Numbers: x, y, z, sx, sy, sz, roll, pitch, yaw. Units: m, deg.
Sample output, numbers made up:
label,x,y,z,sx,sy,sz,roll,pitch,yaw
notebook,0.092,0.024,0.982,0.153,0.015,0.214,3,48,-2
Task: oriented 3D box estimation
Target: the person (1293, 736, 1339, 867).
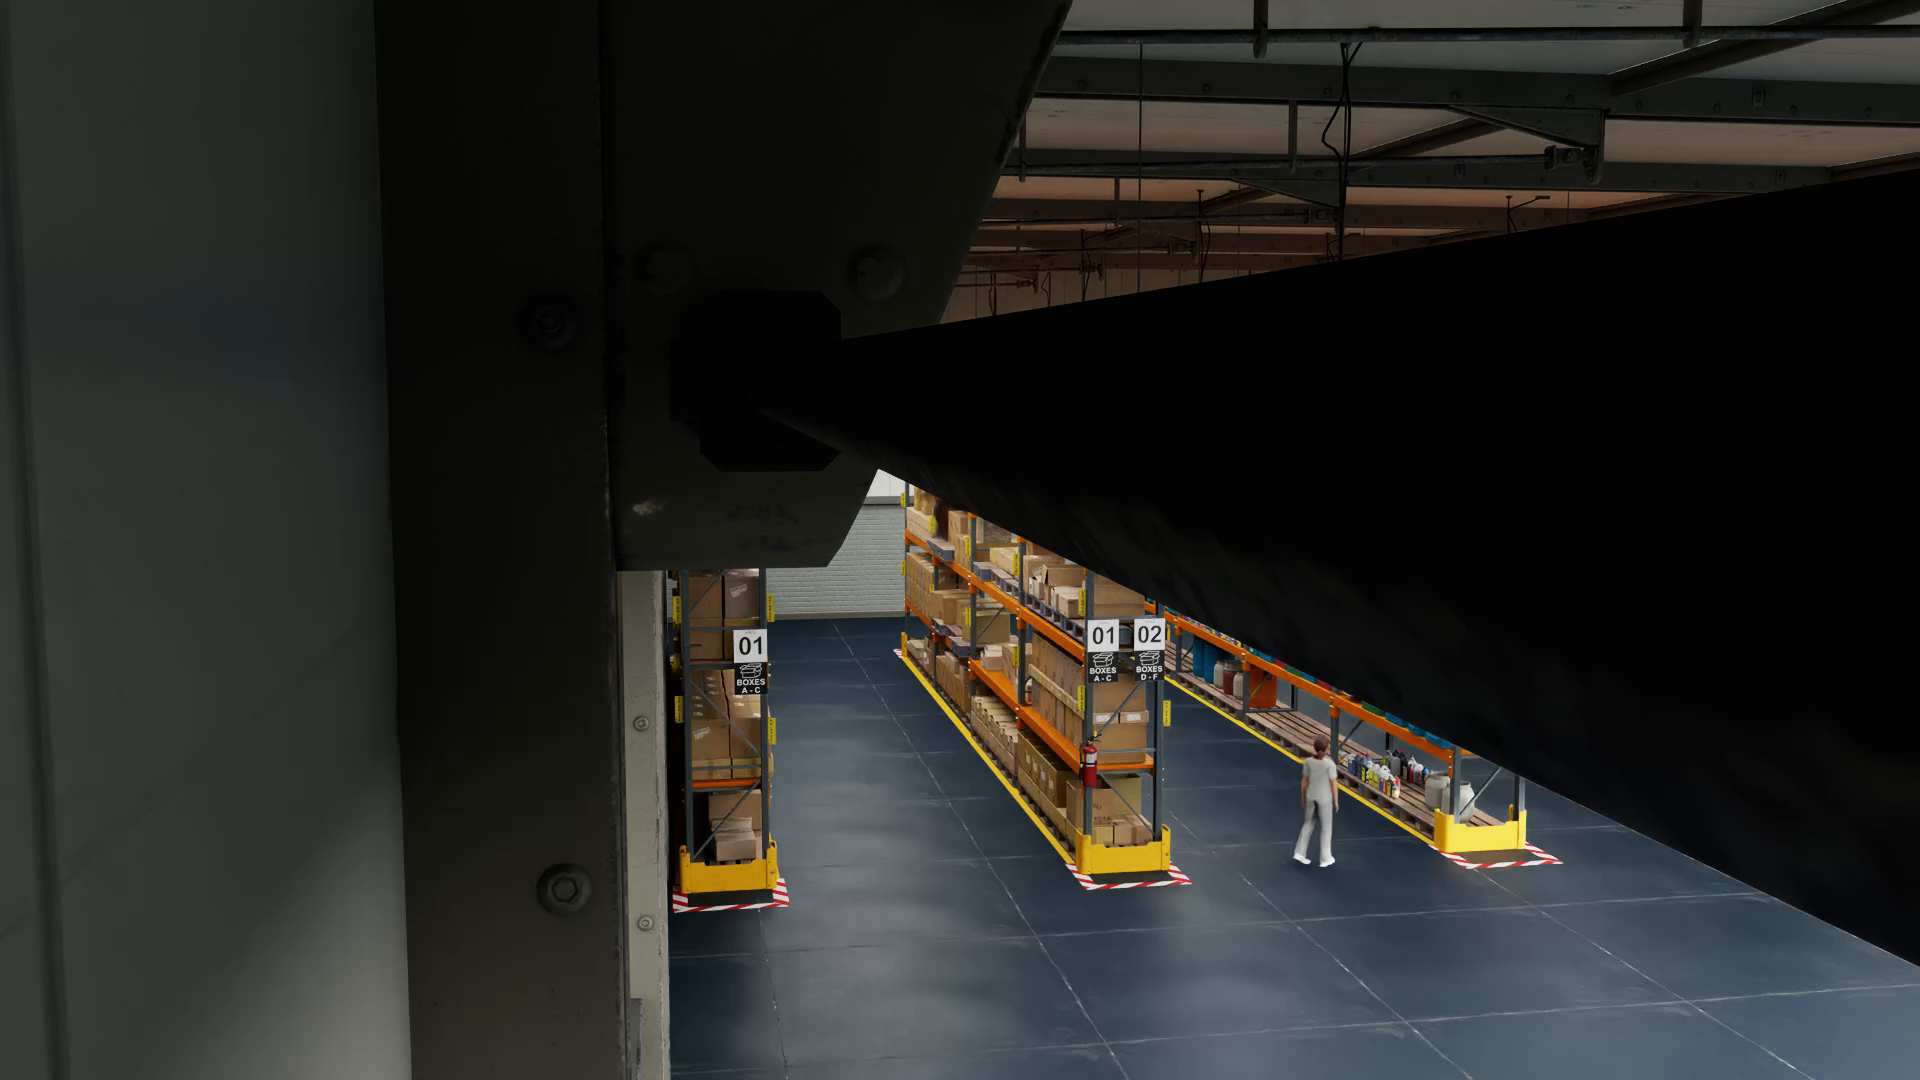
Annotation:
label,x,y,z,sx,sy,sz,roll,pitch,yaw
person,4.559,3.319,21.134,0.509,1.680,0.502,5,8,38
